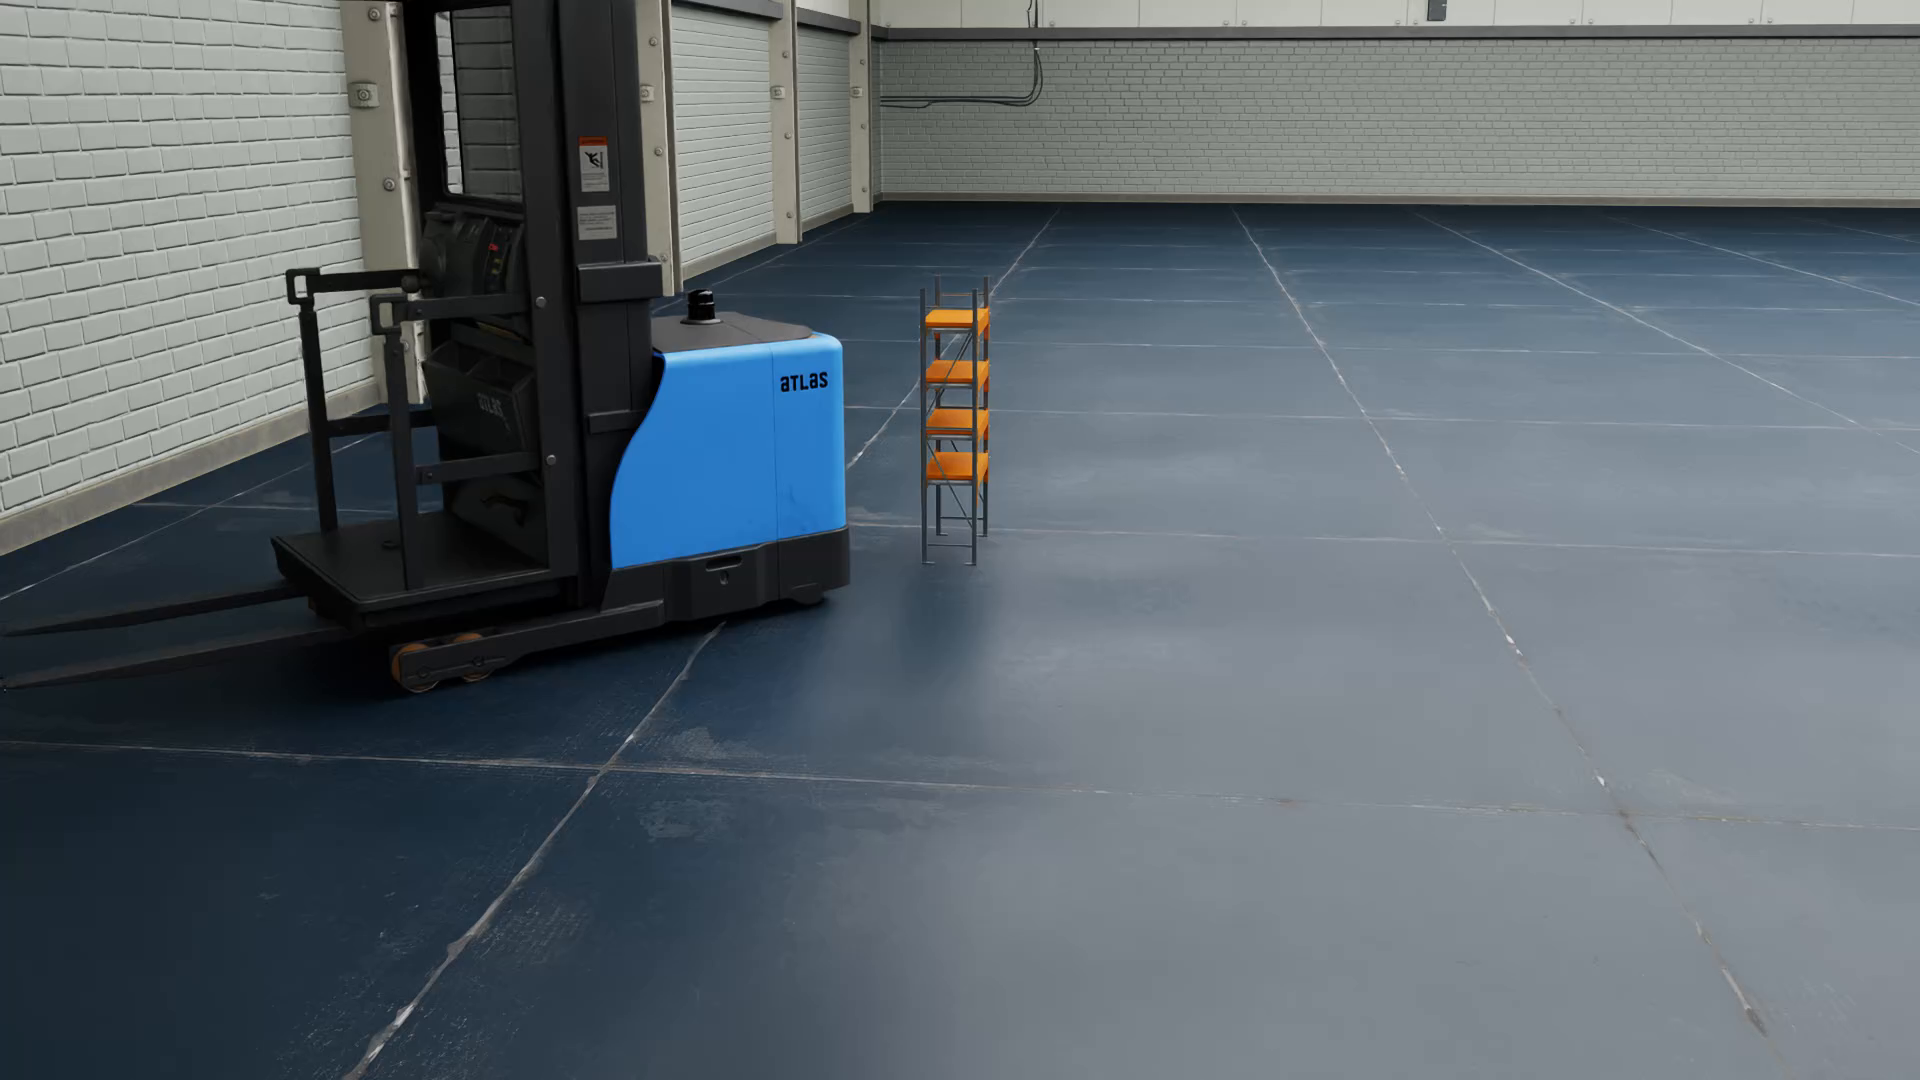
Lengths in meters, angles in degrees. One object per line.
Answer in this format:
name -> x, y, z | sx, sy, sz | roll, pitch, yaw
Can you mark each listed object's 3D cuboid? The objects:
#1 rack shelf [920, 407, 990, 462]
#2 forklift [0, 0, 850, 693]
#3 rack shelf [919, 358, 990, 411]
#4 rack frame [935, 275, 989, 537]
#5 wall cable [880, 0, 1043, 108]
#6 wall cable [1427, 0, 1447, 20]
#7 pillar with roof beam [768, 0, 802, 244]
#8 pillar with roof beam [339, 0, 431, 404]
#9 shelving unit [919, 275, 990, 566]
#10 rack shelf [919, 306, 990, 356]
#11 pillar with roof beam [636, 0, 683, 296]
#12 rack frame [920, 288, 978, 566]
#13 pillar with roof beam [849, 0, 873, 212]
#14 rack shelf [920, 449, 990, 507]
rack shelf -> -0.019, -0.471, 7.364 | 0.258, 0.148, 0.480 | 2, 15, 6
forklift -> -1.936, -1.046, 5.915 | 3.031, 2.935, 1.130 | -11, 19, -35
rack shelf -> -0.019, -0.687, 7.306 | 0.258, 0.148, 0.480 | 2, 15, 6
rack frame -> 0.009, -0.600, 7.581 | 0.240, 1.200, 0.015 | 2, 15, 6
wall cable -> -0.023, -9.193, 30.370 | 3.097, 2.526, 0.112 | 2, 15, 6
wall cable -> 9.408, -12.050, 28.471 | 2.305, 6.003, 0.169 | 2, 15, 6
pillar with roof beam -> 1.932, -8.284, 21.059 | 9.100, 9.000, 0.400 | 2, 15, 6
pillar with roof beam -> 0.578, -5.172, 9.549 | 9.100, 9.000, 0.400 | 2, 15, 6
shelving unit -> -0.019, -0.536, 7.347 | 0.258, 1.200, 0.503 | 2, 15, 6
rack shelf -> -0.019, -0.916, 7.244 | 0.258, 0.148, 0.480 | 2, 15, 6
pillar with roof beam -> 1.255, -6.728, 15.304 | 9.100, 9.000, 0.400 | 2, 15, 6
rack frame -> -0.046, -0.473, 7.113 | 0.240, 1.200, 0.015 | 2, 15, 6
pillar with roof beam -> 2.609, -9.840, 26.814 | 9.100, 9.000, 0.400 | 2, 15, 6
rack shelf -> -0.019, -0.280, 7.416 | 0.258, 0.148, 0.480 | 2, 15, 6
